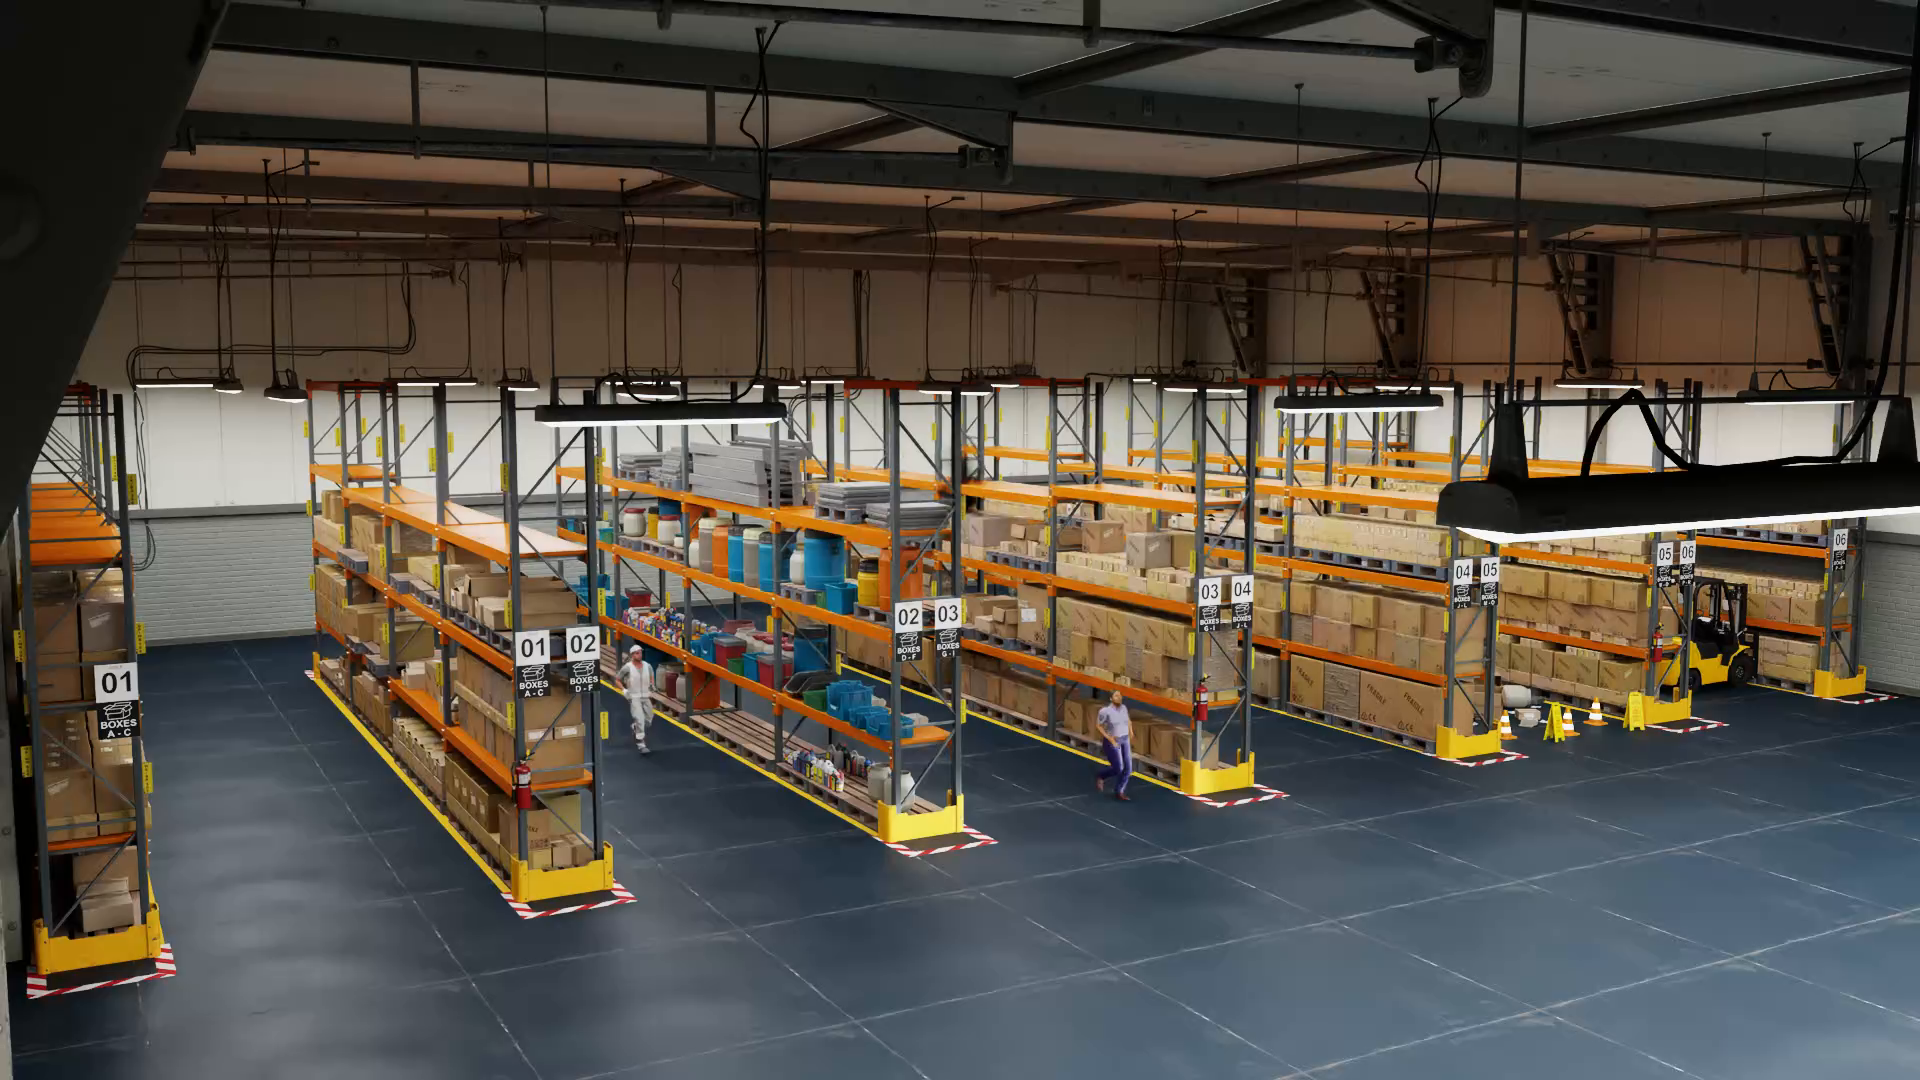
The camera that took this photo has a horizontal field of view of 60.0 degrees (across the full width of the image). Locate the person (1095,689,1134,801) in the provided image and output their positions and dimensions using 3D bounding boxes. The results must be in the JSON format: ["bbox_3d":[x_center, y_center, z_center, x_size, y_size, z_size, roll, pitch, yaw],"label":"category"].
[{"bbox_3d":[2.320,2.976,24.301,0.607,1.585,0.586,-4,7,-32],"label":"person"}]

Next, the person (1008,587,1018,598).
[{"bbox_3d":[1.465,0.965,42.818,0.683,1.685,0.622,-3,7,-29],"label":"person"}]

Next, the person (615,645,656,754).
[{"bbox_3d":[-5.268,2.580,27.133,0.663,1.748,0.780,-5,8,-37],"label":"person"}]
